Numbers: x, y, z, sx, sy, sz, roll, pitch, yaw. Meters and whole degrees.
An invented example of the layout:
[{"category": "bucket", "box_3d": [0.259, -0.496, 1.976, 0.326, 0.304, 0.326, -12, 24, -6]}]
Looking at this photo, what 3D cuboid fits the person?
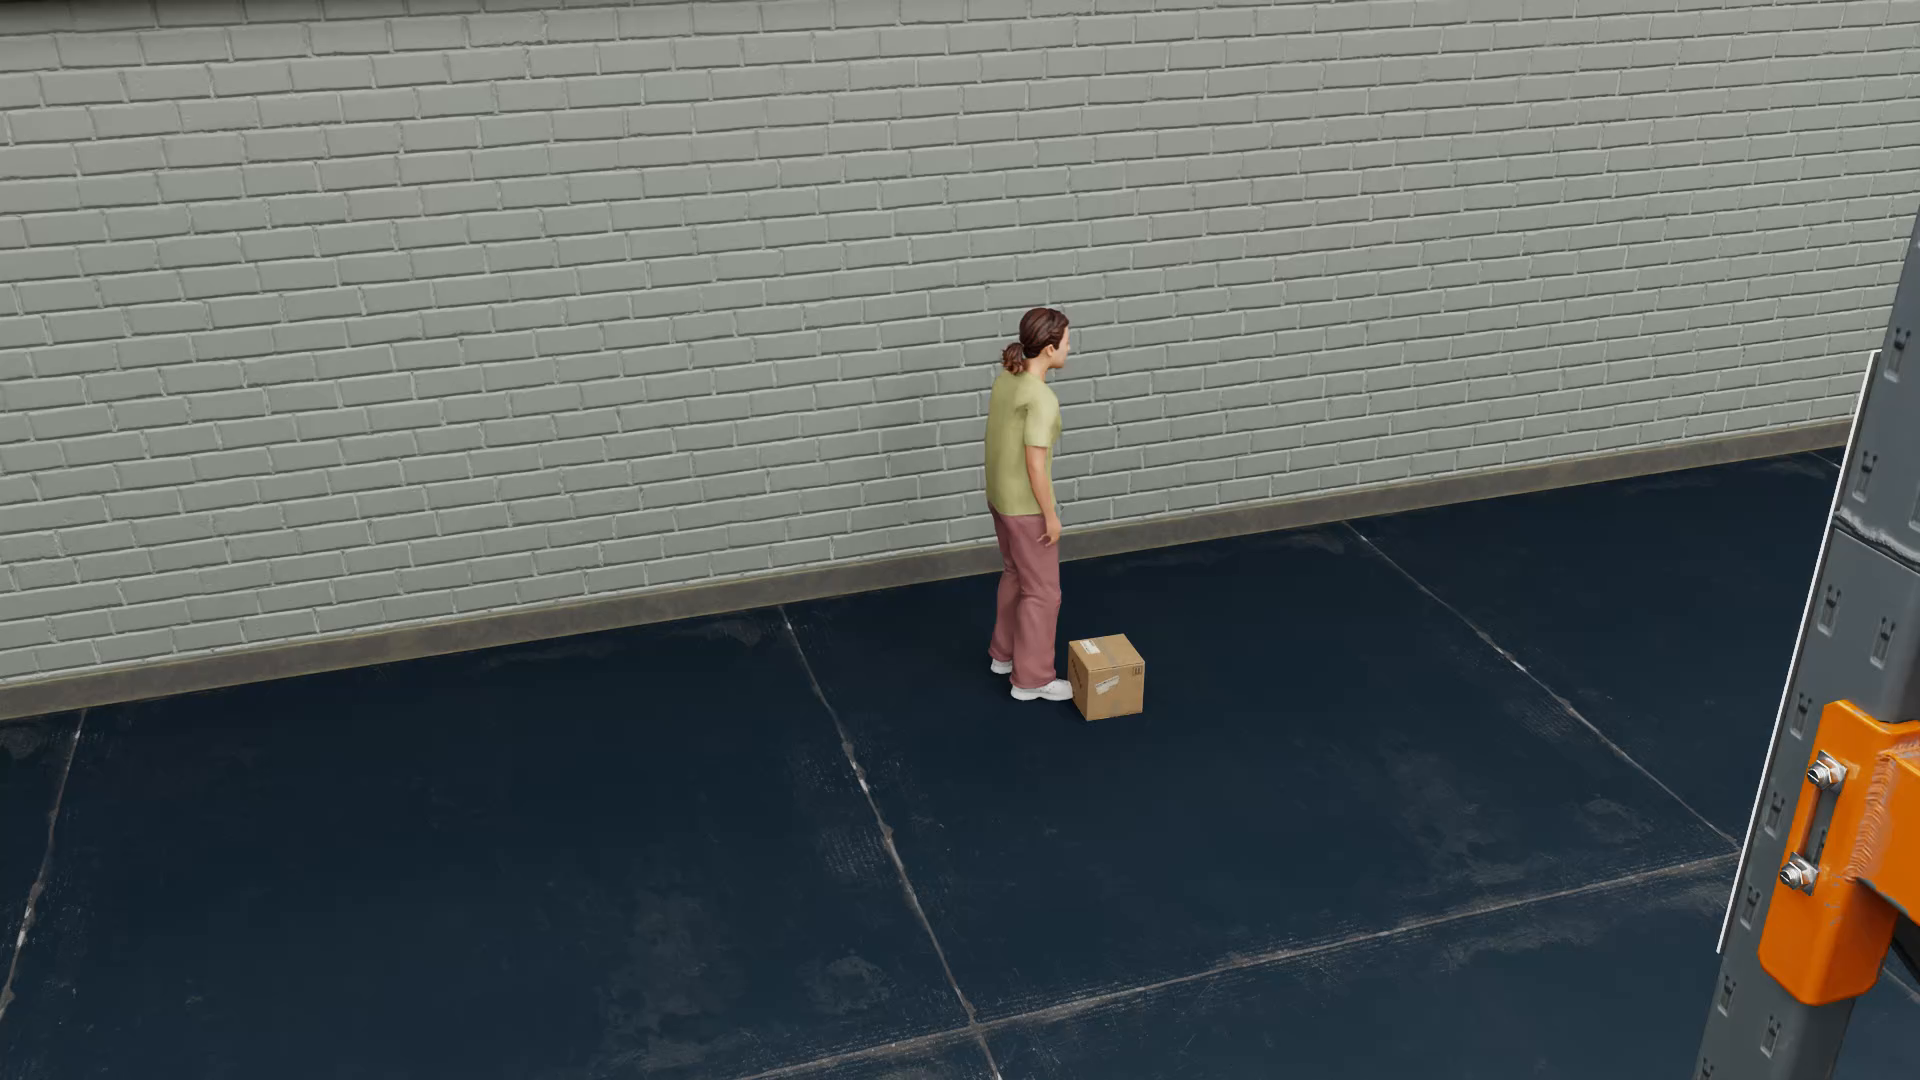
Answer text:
[{"category": "person", "box_3d": [0.288, -0.152, 6.923, 0.352, 1.672, 0.510, -9, 28, -17]}]
